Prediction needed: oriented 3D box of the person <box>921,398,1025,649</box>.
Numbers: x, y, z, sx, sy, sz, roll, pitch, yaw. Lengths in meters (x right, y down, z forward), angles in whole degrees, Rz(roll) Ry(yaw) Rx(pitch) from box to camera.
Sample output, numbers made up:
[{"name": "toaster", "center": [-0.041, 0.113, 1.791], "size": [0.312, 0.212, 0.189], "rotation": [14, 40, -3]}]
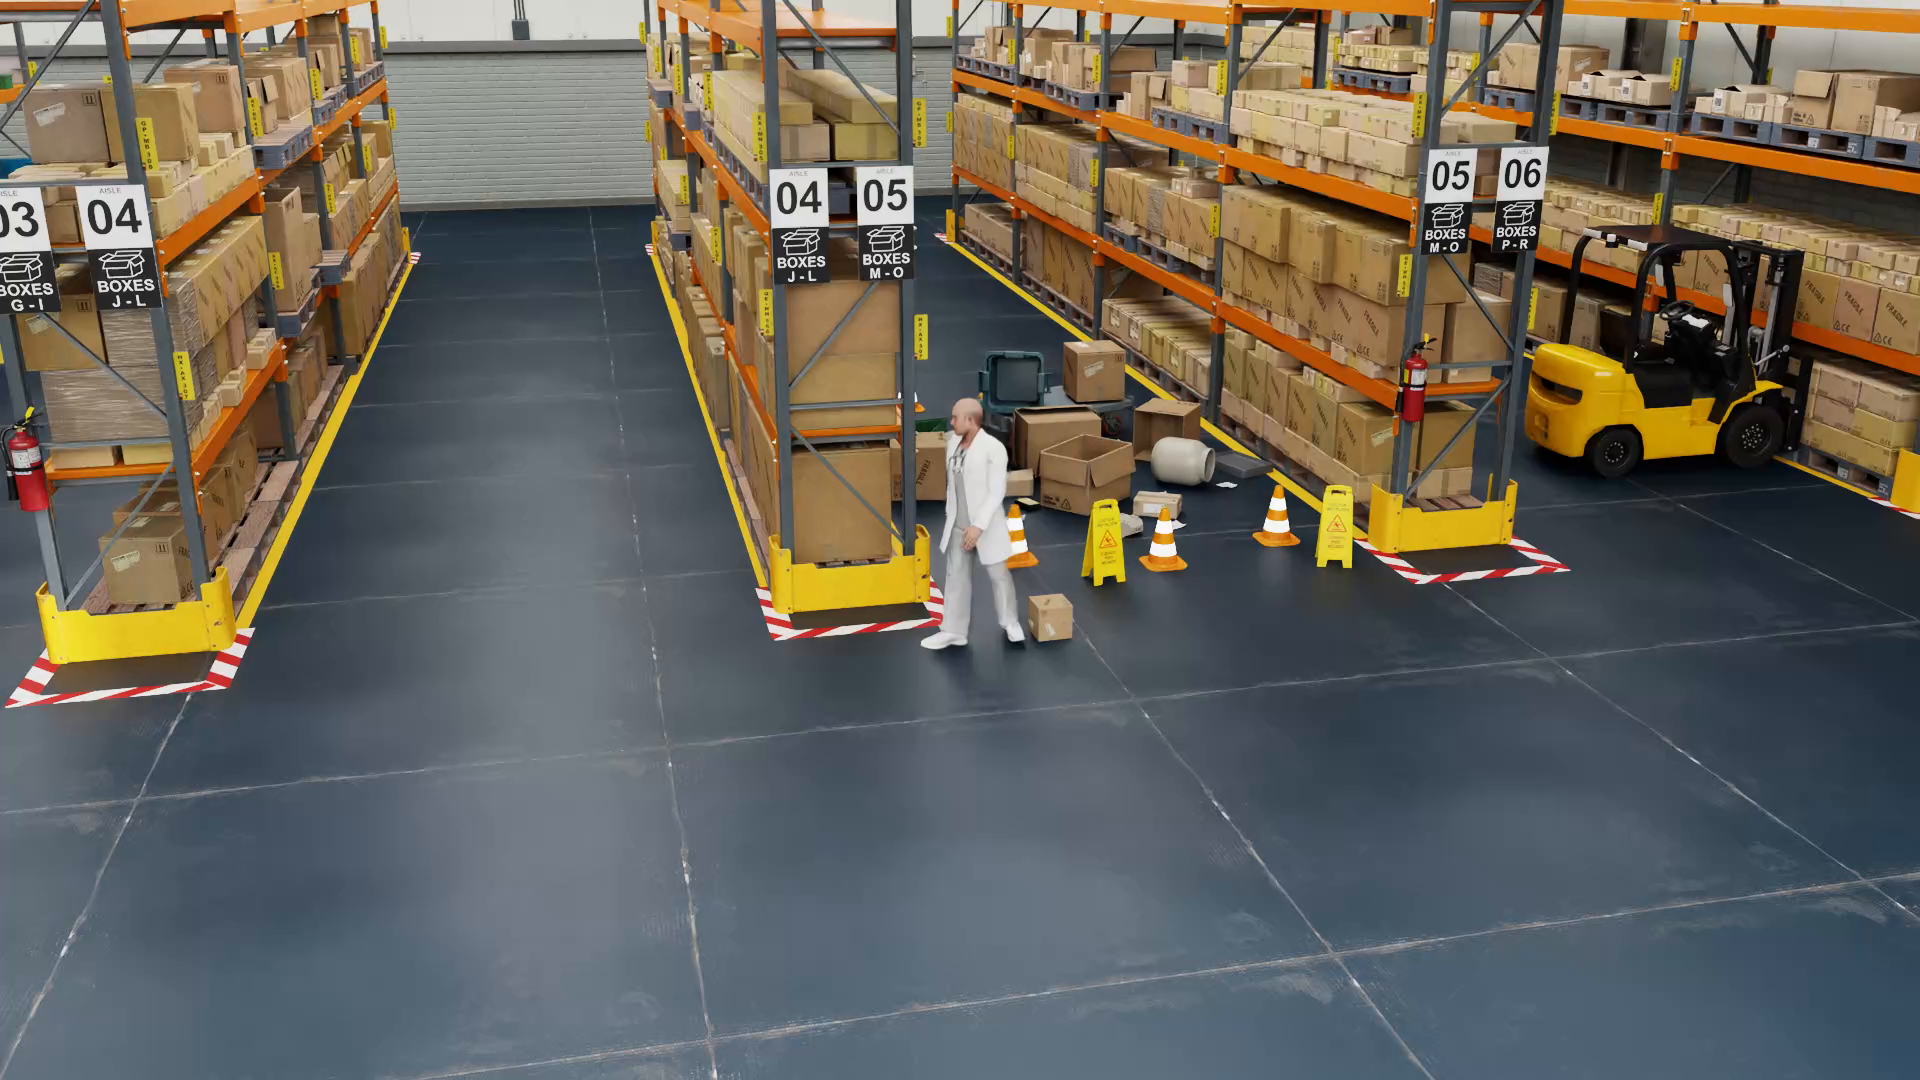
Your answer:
[{"name": "person", "center": [0.101, -0.114, 11.387], "size": [0.611, 1.769, 0.766], "rotation": [16, 25, 38]}]
